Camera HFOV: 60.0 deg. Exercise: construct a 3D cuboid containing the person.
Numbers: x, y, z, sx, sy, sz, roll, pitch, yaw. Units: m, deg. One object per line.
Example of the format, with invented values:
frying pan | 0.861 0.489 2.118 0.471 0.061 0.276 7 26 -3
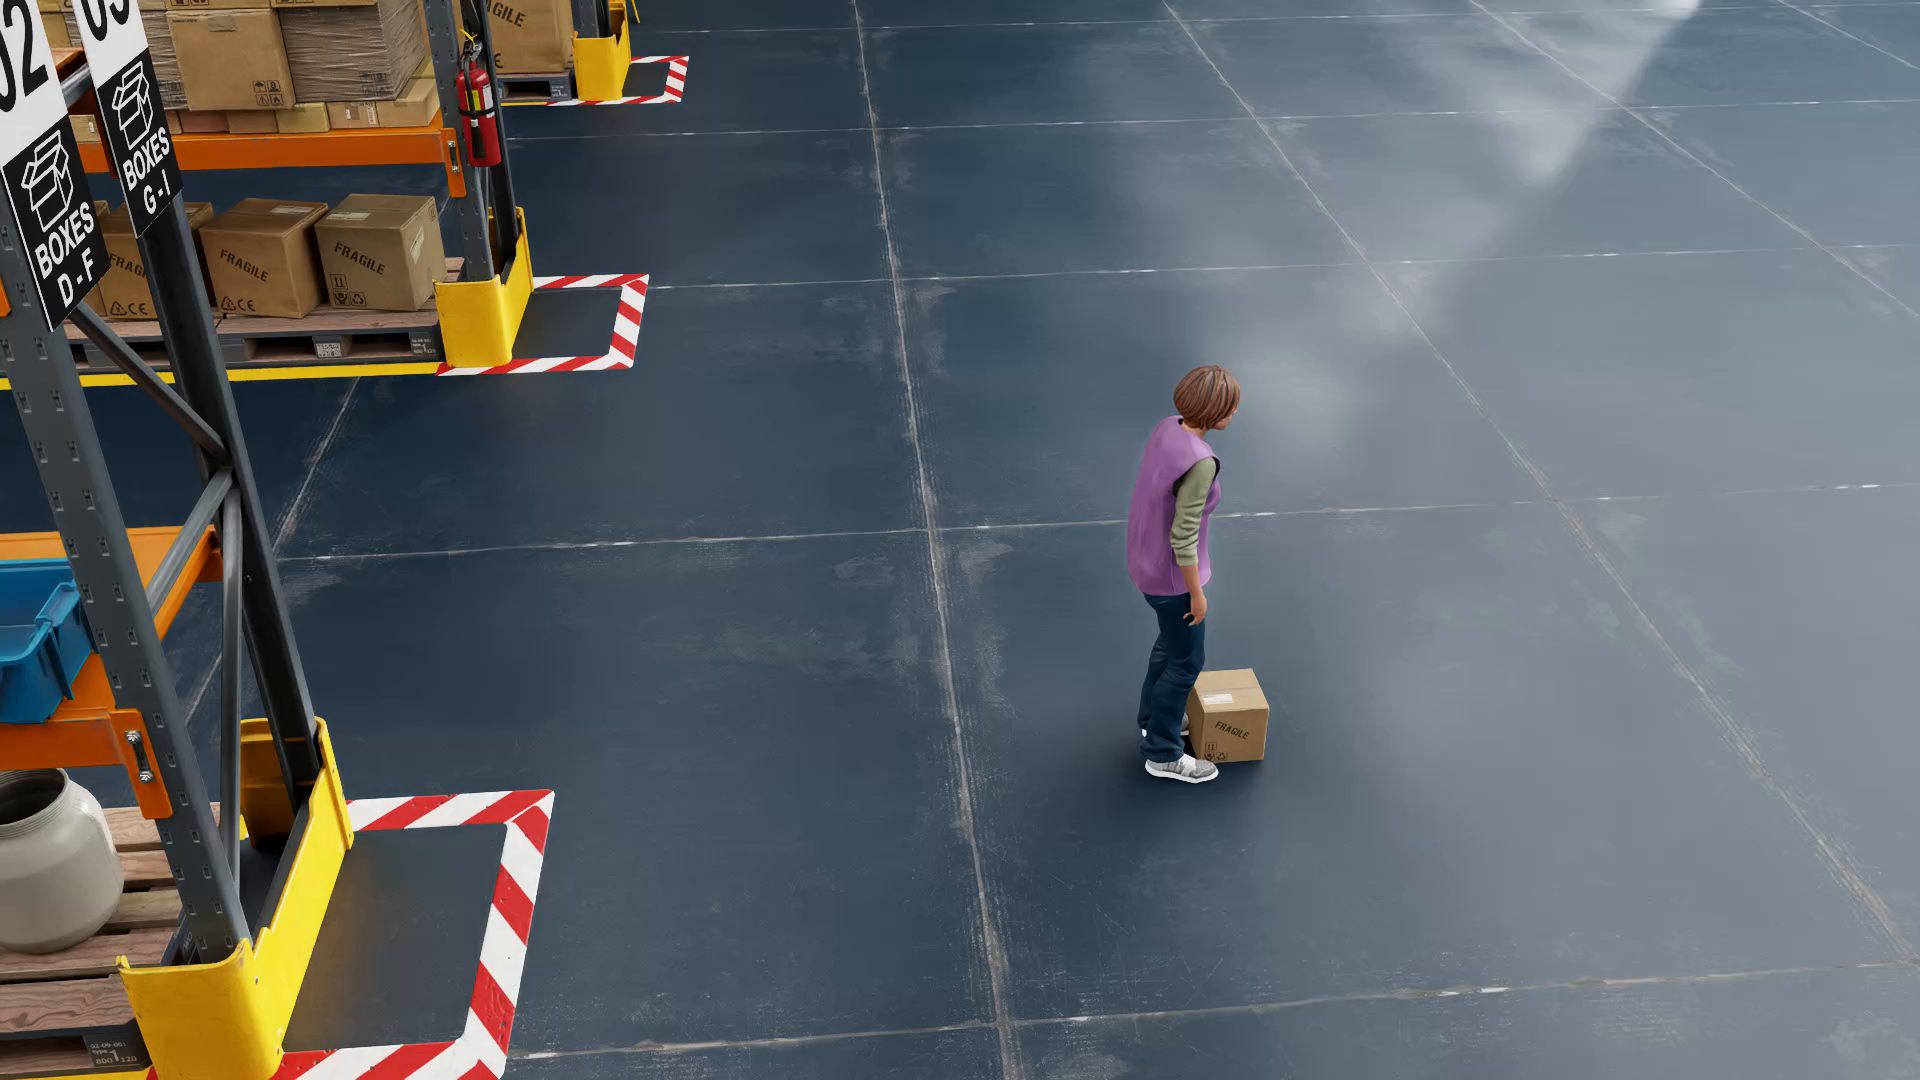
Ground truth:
person | 0.791 0.116 5.958 0.377 1.590 0.469 -4 32 -7
